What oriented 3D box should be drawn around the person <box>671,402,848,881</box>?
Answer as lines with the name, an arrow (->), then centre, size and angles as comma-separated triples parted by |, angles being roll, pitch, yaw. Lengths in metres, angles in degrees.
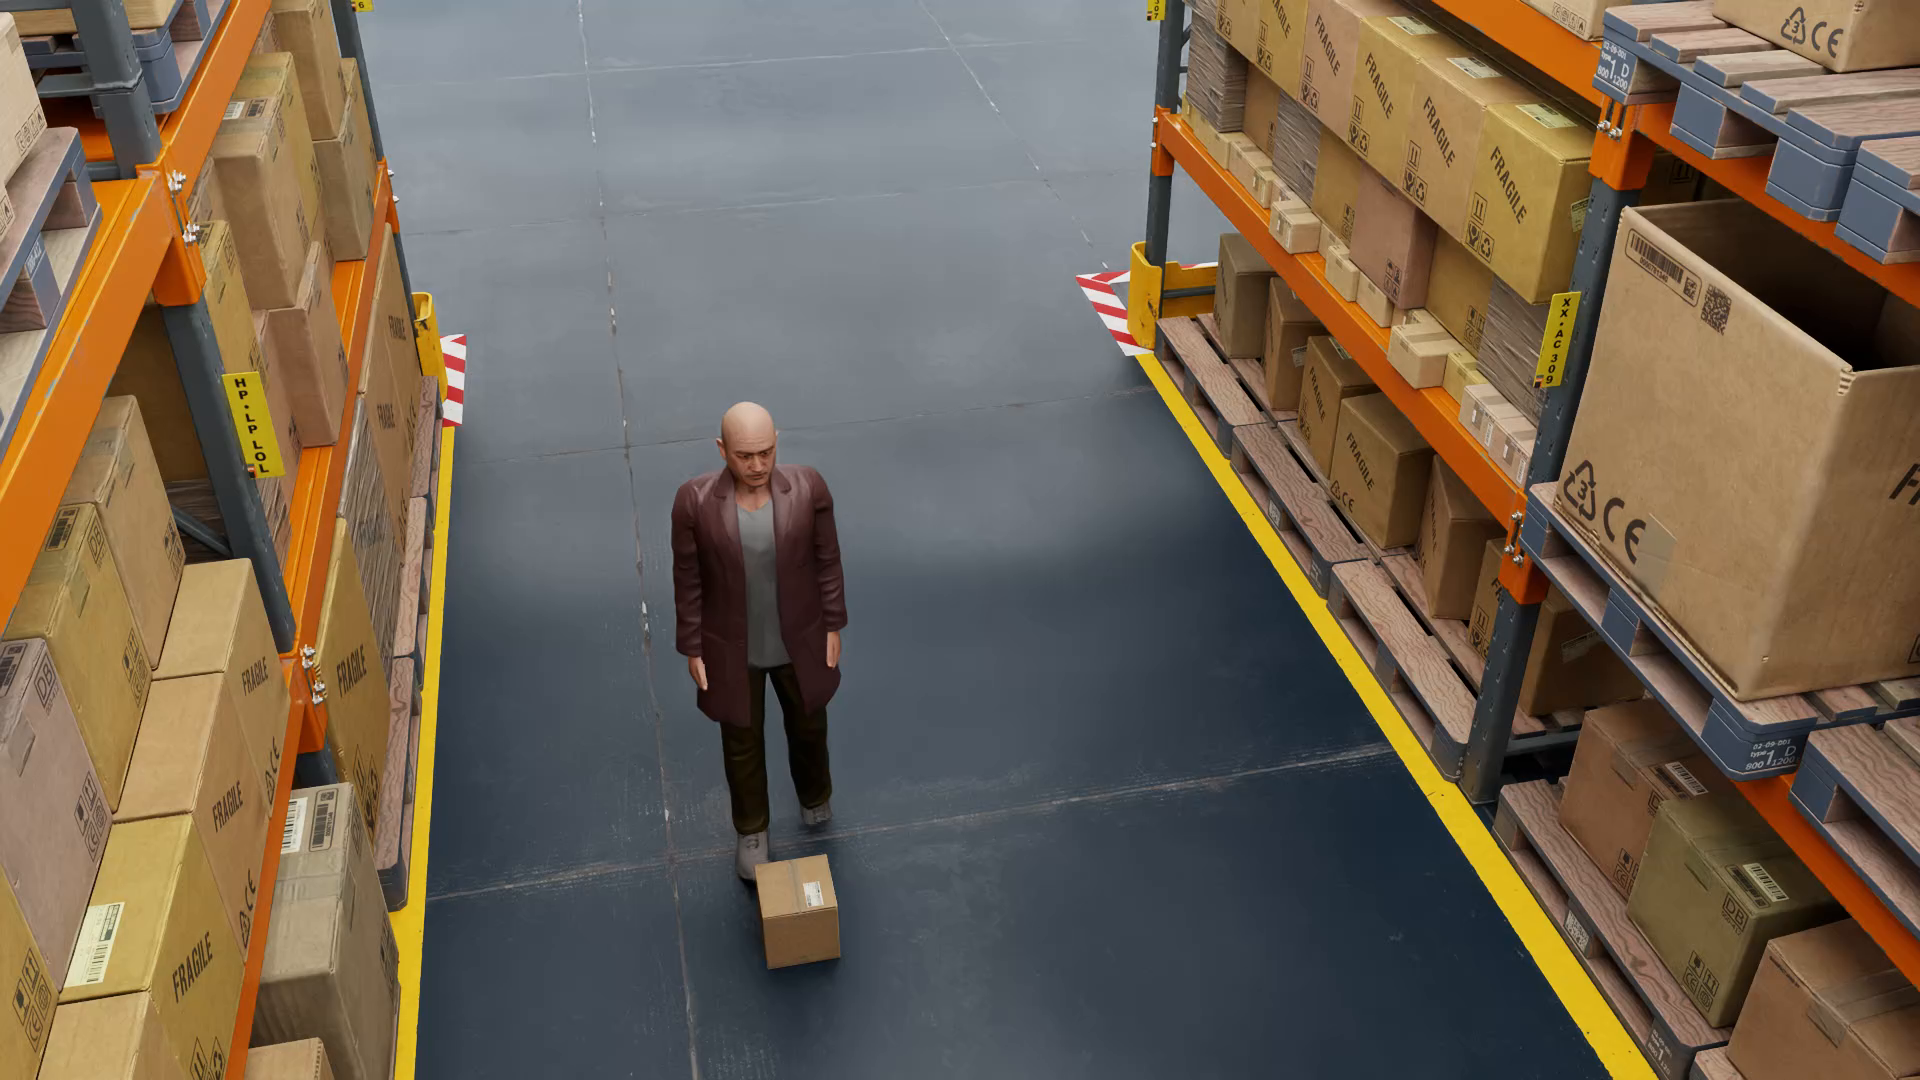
person -> -0.667, 0.375, 5.670 | 0.588, 1.862, 0.534 | -7, 34, -10
